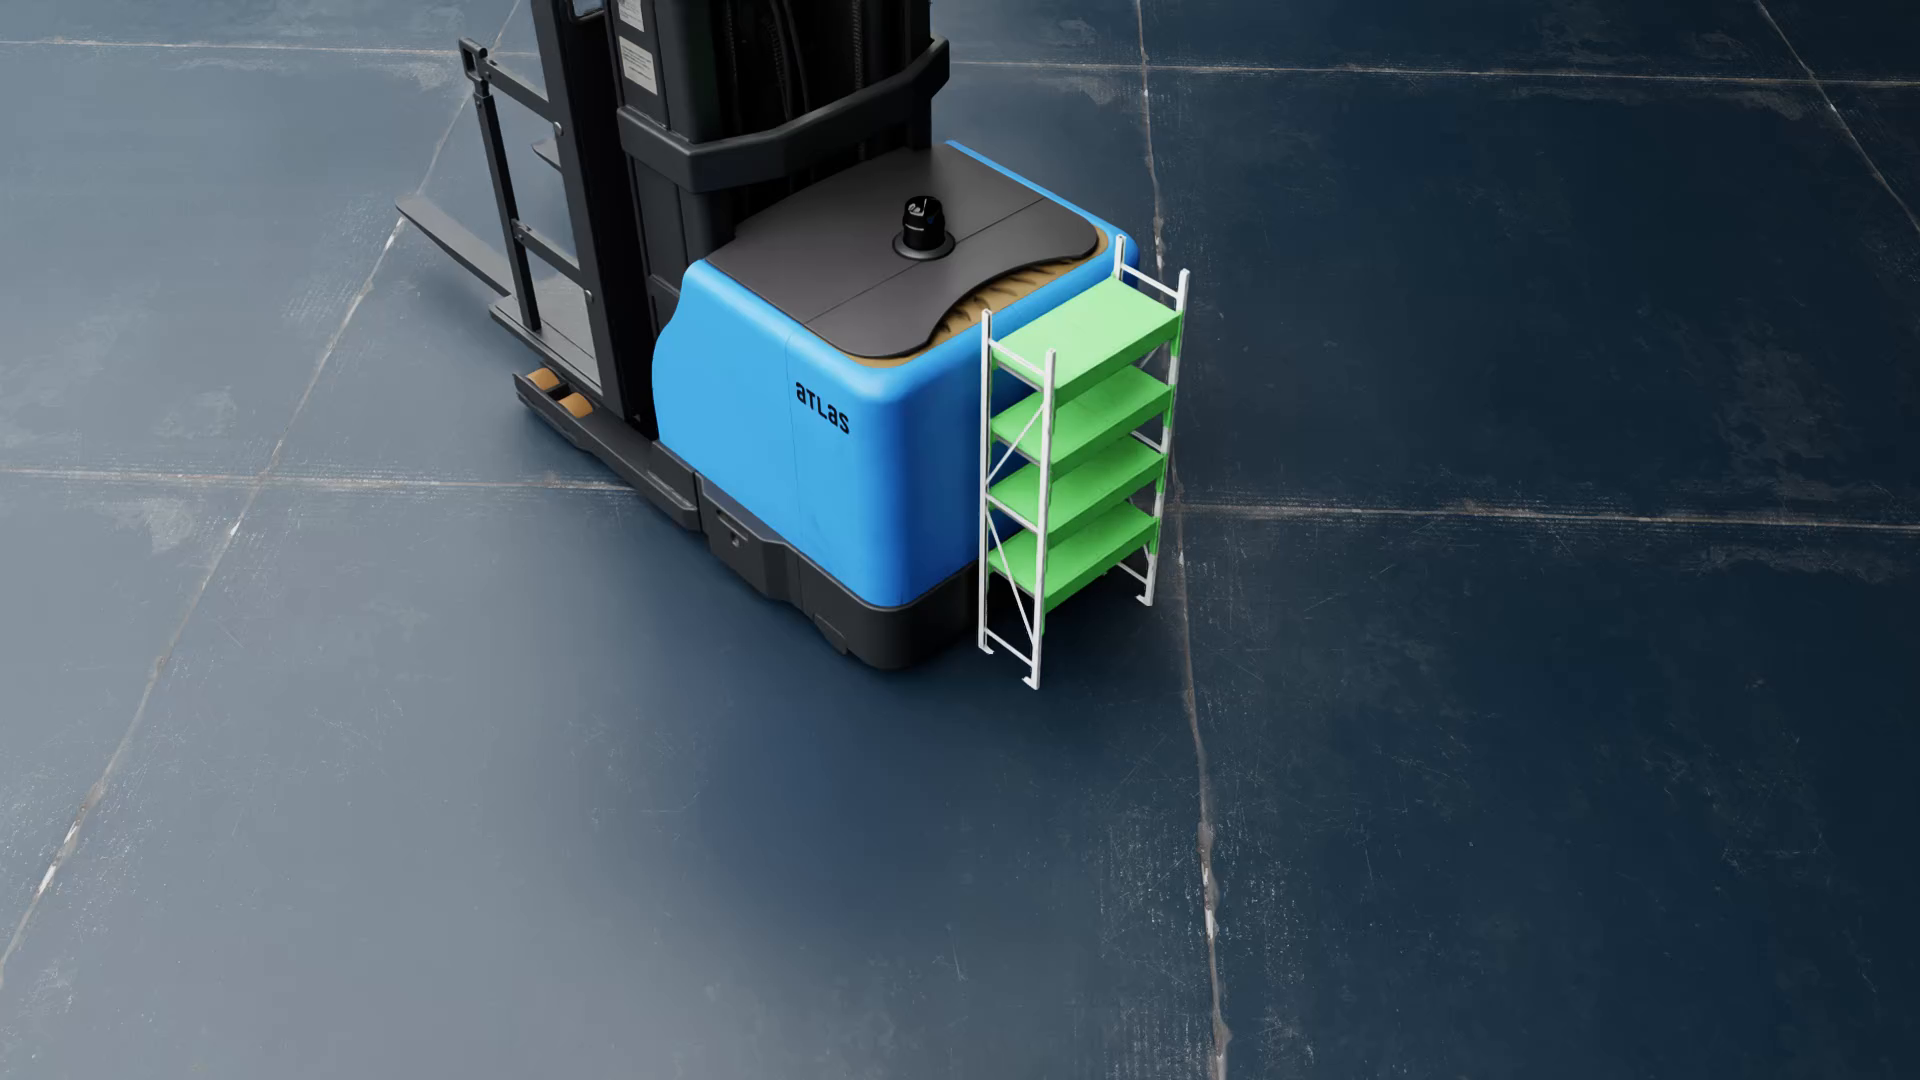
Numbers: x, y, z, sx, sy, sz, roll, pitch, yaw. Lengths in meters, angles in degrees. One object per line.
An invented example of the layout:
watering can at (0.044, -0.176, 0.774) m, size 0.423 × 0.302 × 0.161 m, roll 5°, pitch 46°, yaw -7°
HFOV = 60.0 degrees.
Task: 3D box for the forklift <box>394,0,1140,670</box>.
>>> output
forklift at (-0.866, -1.613, 4.831) m, size 1.130 × 2.935 × 3.031 m, roll -33°, pitch 52°, yaw -30°

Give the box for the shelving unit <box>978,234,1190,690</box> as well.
shelving unit at (0.319, -0.183, 4.566) m, size 0.503 × 1.200 × 0.258 m, roll -33°, pitch 52°, yaw -30°

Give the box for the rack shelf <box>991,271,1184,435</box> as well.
rack shelf at (0.319, -0.488, 4.283) m, size 0.480 × 0.148 × 0.258 m, roll -33°, pitch 52°, yaw -30°

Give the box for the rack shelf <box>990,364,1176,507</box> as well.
rack shelf at (0.319, -0.312, 4.446) m, size 0.480 × 0.148 × 0.258 m, roll -33°, pitch 52°, yaw -30°

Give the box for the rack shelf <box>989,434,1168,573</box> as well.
rack shelf at (0.319, -0.136, 4.610) m, size 0.480 × 0.148 × 0.258 m, roll -33°, pitch 52°, yaw -30°

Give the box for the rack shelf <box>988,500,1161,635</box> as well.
rack shelf at (0.319, 0.039, 4.774) m, size 0.480 × 0.148 × 0.258 m, roll -33°, pitch 52°, yaw -30°

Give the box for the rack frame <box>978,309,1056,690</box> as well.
rack frame at (0.142, -0.069, 4.443) m, size 0.015 × 1.200 × 0.240 m, roll -33°, pitch 52°, yaw -30°

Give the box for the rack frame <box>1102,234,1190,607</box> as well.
rack frame at (0.496, -0.298, 4.689) m, size 0.015 × 1.200 × 0.240 m, roll -33°, pitch 52°, yaw -30°
